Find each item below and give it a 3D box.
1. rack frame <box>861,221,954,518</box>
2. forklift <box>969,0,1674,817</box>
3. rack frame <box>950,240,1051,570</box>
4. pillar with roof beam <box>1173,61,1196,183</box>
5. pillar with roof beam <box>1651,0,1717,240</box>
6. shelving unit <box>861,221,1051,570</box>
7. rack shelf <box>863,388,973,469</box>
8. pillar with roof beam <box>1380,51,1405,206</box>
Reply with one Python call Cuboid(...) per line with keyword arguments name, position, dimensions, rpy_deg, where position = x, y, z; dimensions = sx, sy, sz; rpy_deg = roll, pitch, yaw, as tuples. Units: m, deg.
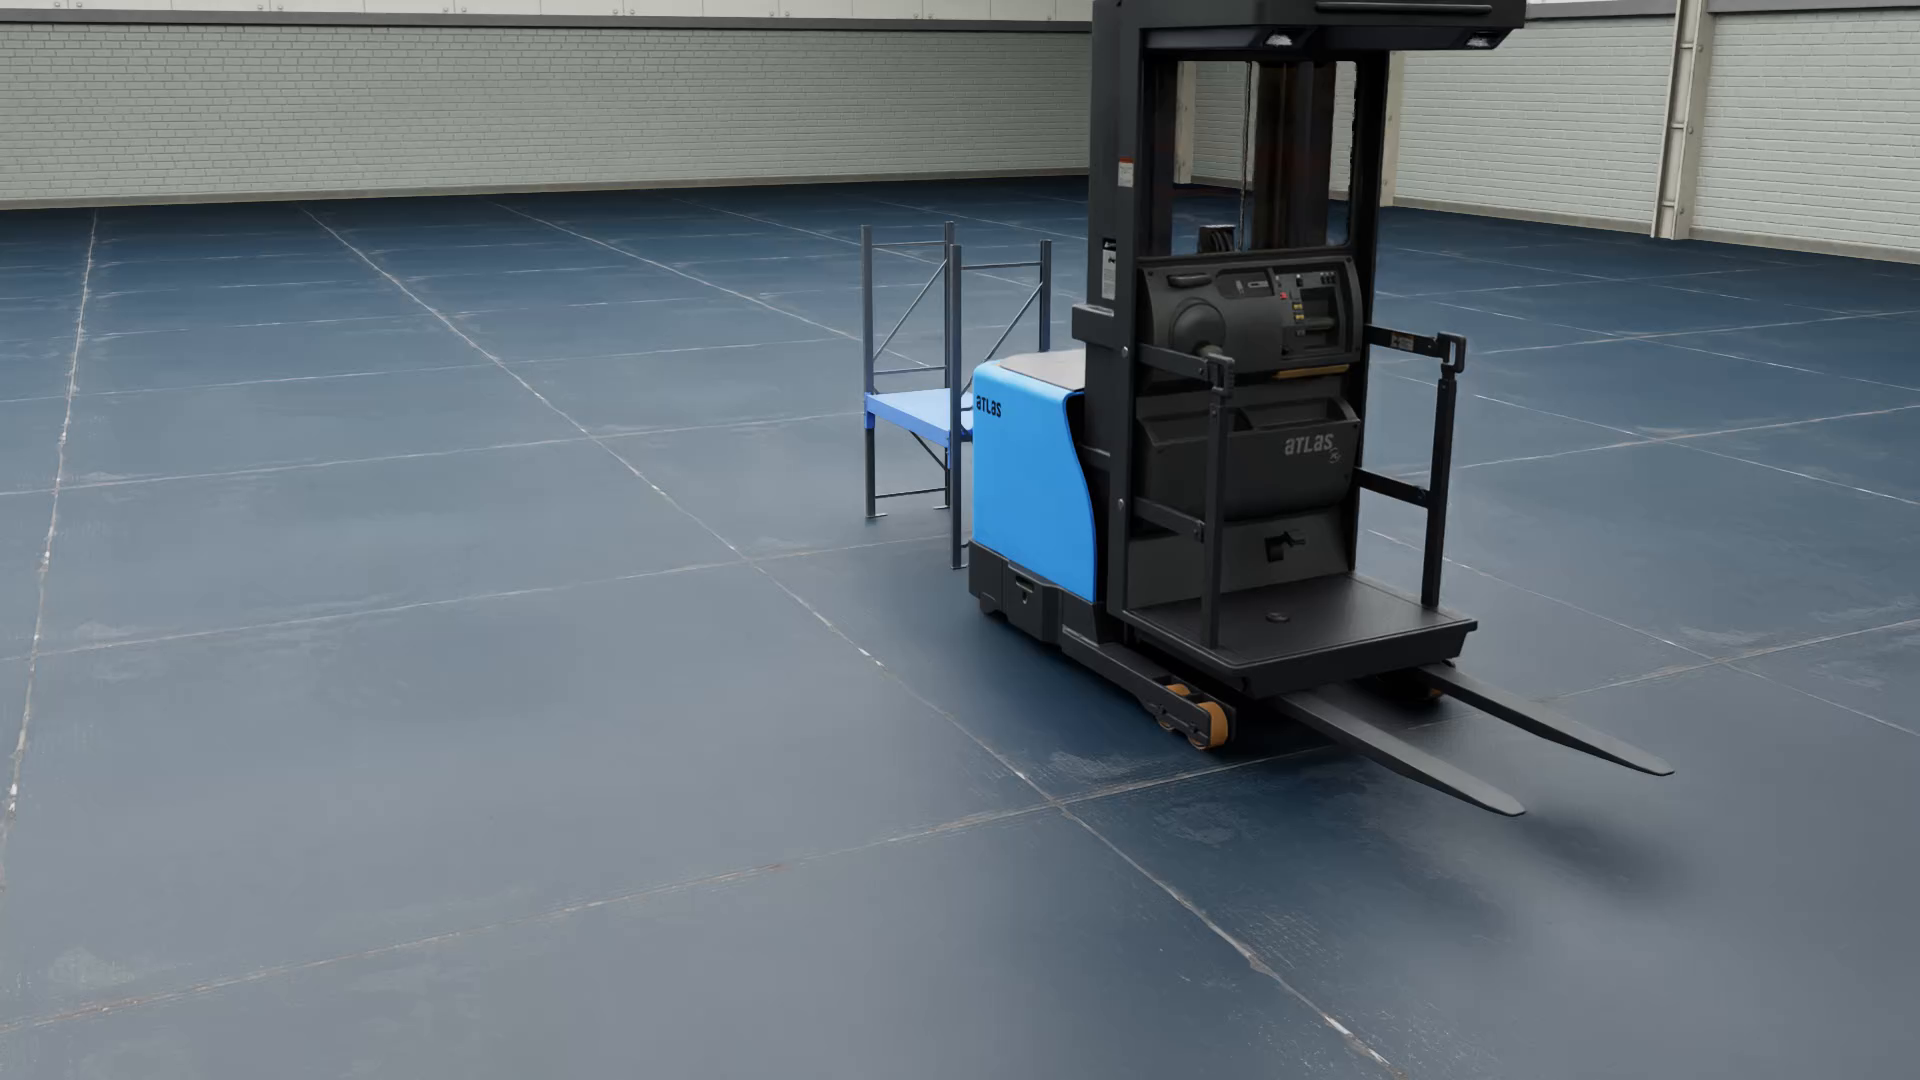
Cuboid(name="rack frame", position=(-0.260, -0.868, 8.557), dimensions=(0.500, 1.500, 0.032), rpy_deg=(-8, 18, -25))
Cuboid(name="forklift", position=(1.164, -0.826, 5.814), dimensions=(1.130, 2.935, 3.031), rpy_deg=(-8, 18, -26))
Cuboid(name="rack frame", position=(0.185, -0.616, 7.678), dimensions=(0.500, 1.500, 0.032), rpy_deg=(-8, 18, -25))
Cuboid(name="pillar with roof beam", position=(0.478, -10.868, 29.808), dimensions=(9.100, 9.000, 0.400), rpy_deg=(-8, 18, -25))
Cuboid(name="pillar with roof beam", position=(5.735, -7.892, 19.439), dimensions=(9.100, 9.000, 0.400), rpy_deg=(-8, 18, -25))
Cuboid(name="shelving unit", position=(-0.037, -0.742, 8.117), dimensions=(0.538, 1.500, 1.048), rpy_deg=(-8, 18, -25))
Cuboid(name="rack shelf", position=(-0.037, -0.569, 8.167), dimensions=(0.538, 0.185, 1.000), rpy_deg=(-8, 18, -25))
Cuboid(name="pillar with roof beam", position=(3.106, -9.380, 24.623), dimensions=(9.100, 9.000, 0.400), rpy_deg=(-8, 18, -25))
